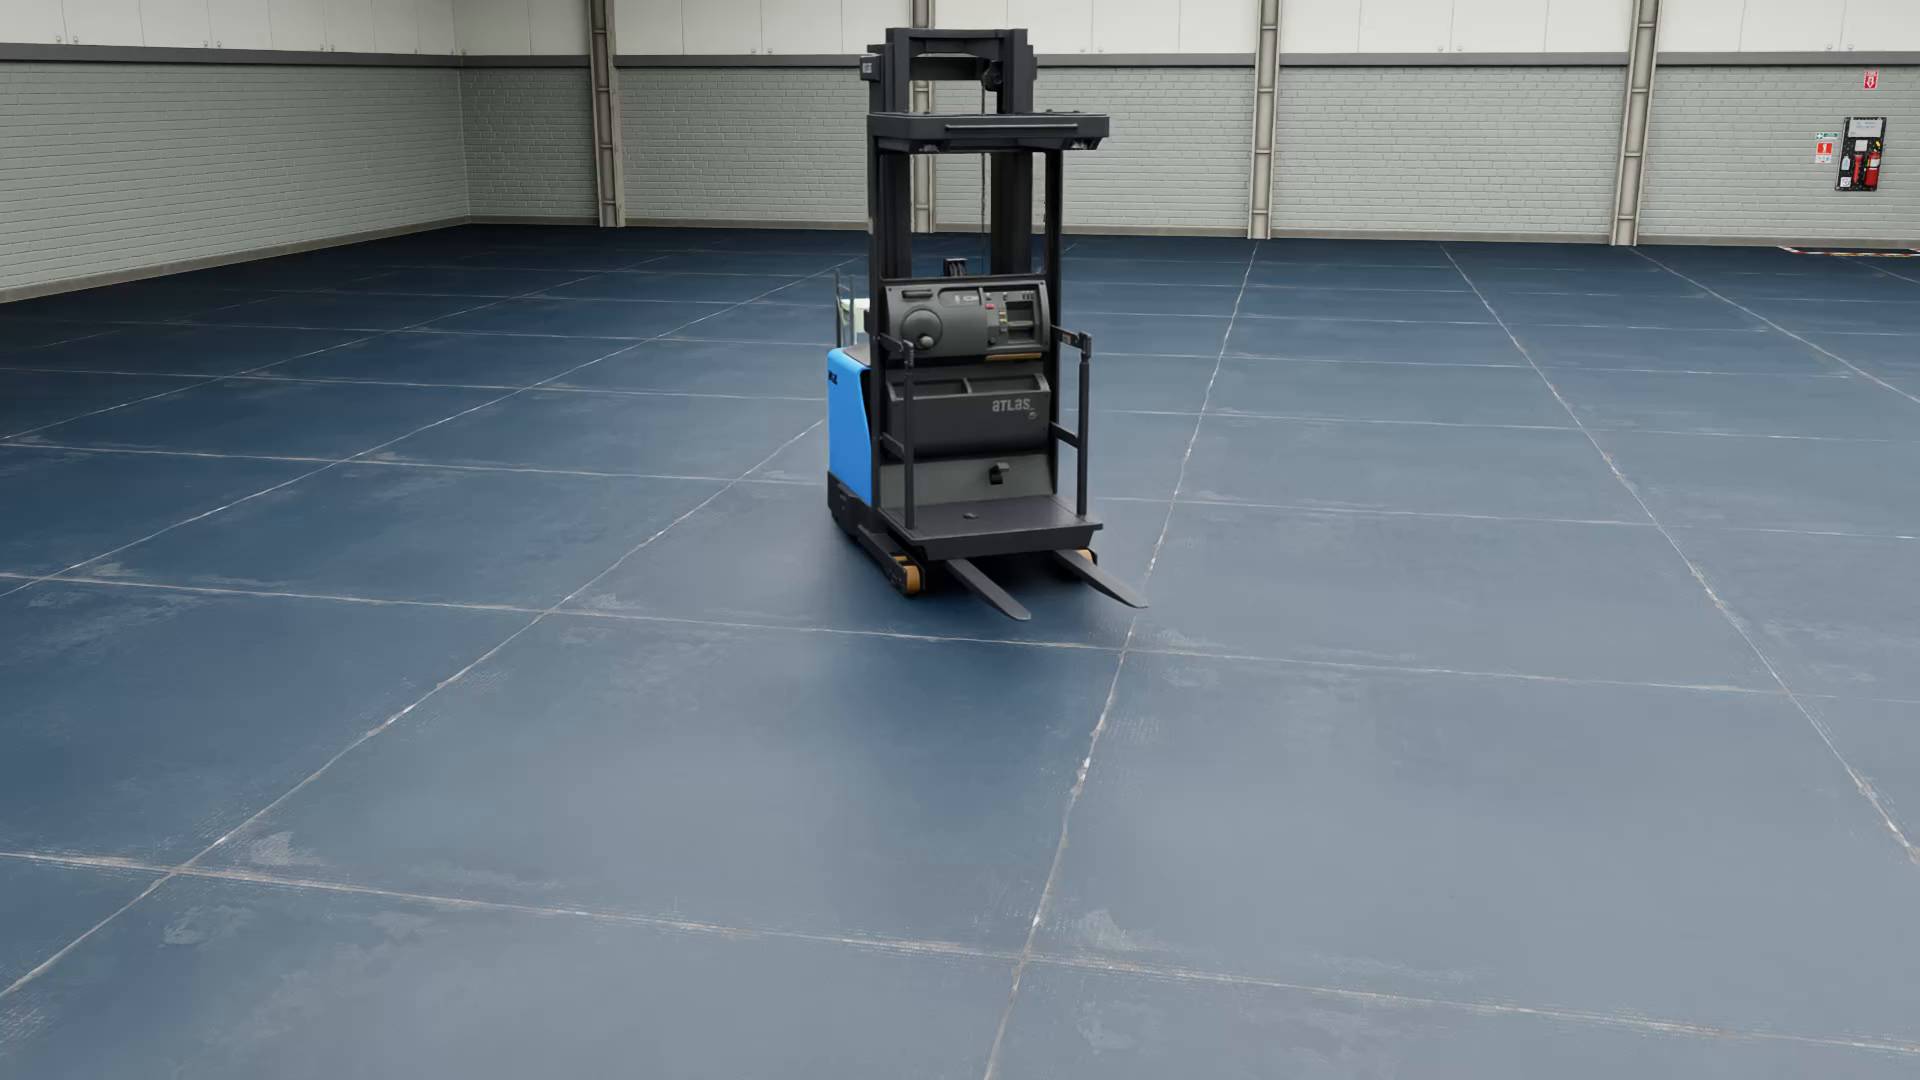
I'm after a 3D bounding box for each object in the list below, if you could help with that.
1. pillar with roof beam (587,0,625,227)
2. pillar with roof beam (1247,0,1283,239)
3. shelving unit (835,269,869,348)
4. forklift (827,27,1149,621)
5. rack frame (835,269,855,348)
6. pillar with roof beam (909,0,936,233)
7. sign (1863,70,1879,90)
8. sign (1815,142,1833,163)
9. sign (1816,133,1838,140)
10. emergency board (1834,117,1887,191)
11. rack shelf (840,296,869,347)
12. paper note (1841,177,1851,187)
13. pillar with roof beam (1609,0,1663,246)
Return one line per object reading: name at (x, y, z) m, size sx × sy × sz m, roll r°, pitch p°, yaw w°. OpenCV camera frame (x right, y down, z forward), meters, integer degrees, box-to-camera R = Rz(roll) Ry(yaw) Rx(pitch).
pillar with roof beam at (-7.398, -9.119, 26.056) m, size 0.400 × 9.000 × 9.100 m, roll 3°, pitch 16°, yaw 11°
pillar with roof beam at (4.362, -8.481, 23.751) m, size 0.400 × 9.000 × 9.100 m, roll 3°, pitch 16°, yaw 11°
shelving unit at (-0.383, -0.996, 10.777) m, size 0.755 × 1.500 × 0.431 m, roll -5°, pitch 16°, yaw -18°
forklift at (0.116, -1.234, 8.957) m, size 1.130 × 2.935 × 3.031 m, roll -5°, pitch 16°, yaw -18°
rack frame at (-0.730, -0.965, 10.665) m, size 0.023 × 1.500 × 0.400 m, roll -5°, pitch 16°, yaw -18°
pillar with roof beam at (-1.518, -8.800, 24.903) m, size 0.400 × 9.000 × 9.100 m, roll 3°, pitch 16°, yaw 11°
sign at (14.577, -7.362, 26.610) m, size 0.199 × 0.298 × 0.001 m, roll 3°, pitch 16°, yaw 11°
sign at (14.044, -6.292, 27.022) m, size 0.234 × 0.329 × 0.001 m, roll 3°, pitch 16°, yaw 11°
sign at (14.046, -6.545, 26.942) m, size 0.331 × 0.109 × 0.001 m, roll 3°, pitch 16°, yaw 11°
emergency board at (14.565, -6.219, 26.823) m, size 0.643 × 1.169 × 0.194 m, roll 3°, pitch 16°, yaw 11°
rack shelf at (-0.383, -1.372, 10.672) m, size 0.720 × 0.370 × 0.431 m, roll -5°, pitch 16°, yaw -18°
paper note at (14.405, -5.822, 27.040) m, size 0.142 × 0.148 × 0.016 m, roll 3°, pitch 16°, yaw 11°
pillar with roof beam at (10.241, -8.162, 22.599) m, size 0.400 × 9.000 × 9.100 m, roll 3°, pitch 16°, yaw 11°
